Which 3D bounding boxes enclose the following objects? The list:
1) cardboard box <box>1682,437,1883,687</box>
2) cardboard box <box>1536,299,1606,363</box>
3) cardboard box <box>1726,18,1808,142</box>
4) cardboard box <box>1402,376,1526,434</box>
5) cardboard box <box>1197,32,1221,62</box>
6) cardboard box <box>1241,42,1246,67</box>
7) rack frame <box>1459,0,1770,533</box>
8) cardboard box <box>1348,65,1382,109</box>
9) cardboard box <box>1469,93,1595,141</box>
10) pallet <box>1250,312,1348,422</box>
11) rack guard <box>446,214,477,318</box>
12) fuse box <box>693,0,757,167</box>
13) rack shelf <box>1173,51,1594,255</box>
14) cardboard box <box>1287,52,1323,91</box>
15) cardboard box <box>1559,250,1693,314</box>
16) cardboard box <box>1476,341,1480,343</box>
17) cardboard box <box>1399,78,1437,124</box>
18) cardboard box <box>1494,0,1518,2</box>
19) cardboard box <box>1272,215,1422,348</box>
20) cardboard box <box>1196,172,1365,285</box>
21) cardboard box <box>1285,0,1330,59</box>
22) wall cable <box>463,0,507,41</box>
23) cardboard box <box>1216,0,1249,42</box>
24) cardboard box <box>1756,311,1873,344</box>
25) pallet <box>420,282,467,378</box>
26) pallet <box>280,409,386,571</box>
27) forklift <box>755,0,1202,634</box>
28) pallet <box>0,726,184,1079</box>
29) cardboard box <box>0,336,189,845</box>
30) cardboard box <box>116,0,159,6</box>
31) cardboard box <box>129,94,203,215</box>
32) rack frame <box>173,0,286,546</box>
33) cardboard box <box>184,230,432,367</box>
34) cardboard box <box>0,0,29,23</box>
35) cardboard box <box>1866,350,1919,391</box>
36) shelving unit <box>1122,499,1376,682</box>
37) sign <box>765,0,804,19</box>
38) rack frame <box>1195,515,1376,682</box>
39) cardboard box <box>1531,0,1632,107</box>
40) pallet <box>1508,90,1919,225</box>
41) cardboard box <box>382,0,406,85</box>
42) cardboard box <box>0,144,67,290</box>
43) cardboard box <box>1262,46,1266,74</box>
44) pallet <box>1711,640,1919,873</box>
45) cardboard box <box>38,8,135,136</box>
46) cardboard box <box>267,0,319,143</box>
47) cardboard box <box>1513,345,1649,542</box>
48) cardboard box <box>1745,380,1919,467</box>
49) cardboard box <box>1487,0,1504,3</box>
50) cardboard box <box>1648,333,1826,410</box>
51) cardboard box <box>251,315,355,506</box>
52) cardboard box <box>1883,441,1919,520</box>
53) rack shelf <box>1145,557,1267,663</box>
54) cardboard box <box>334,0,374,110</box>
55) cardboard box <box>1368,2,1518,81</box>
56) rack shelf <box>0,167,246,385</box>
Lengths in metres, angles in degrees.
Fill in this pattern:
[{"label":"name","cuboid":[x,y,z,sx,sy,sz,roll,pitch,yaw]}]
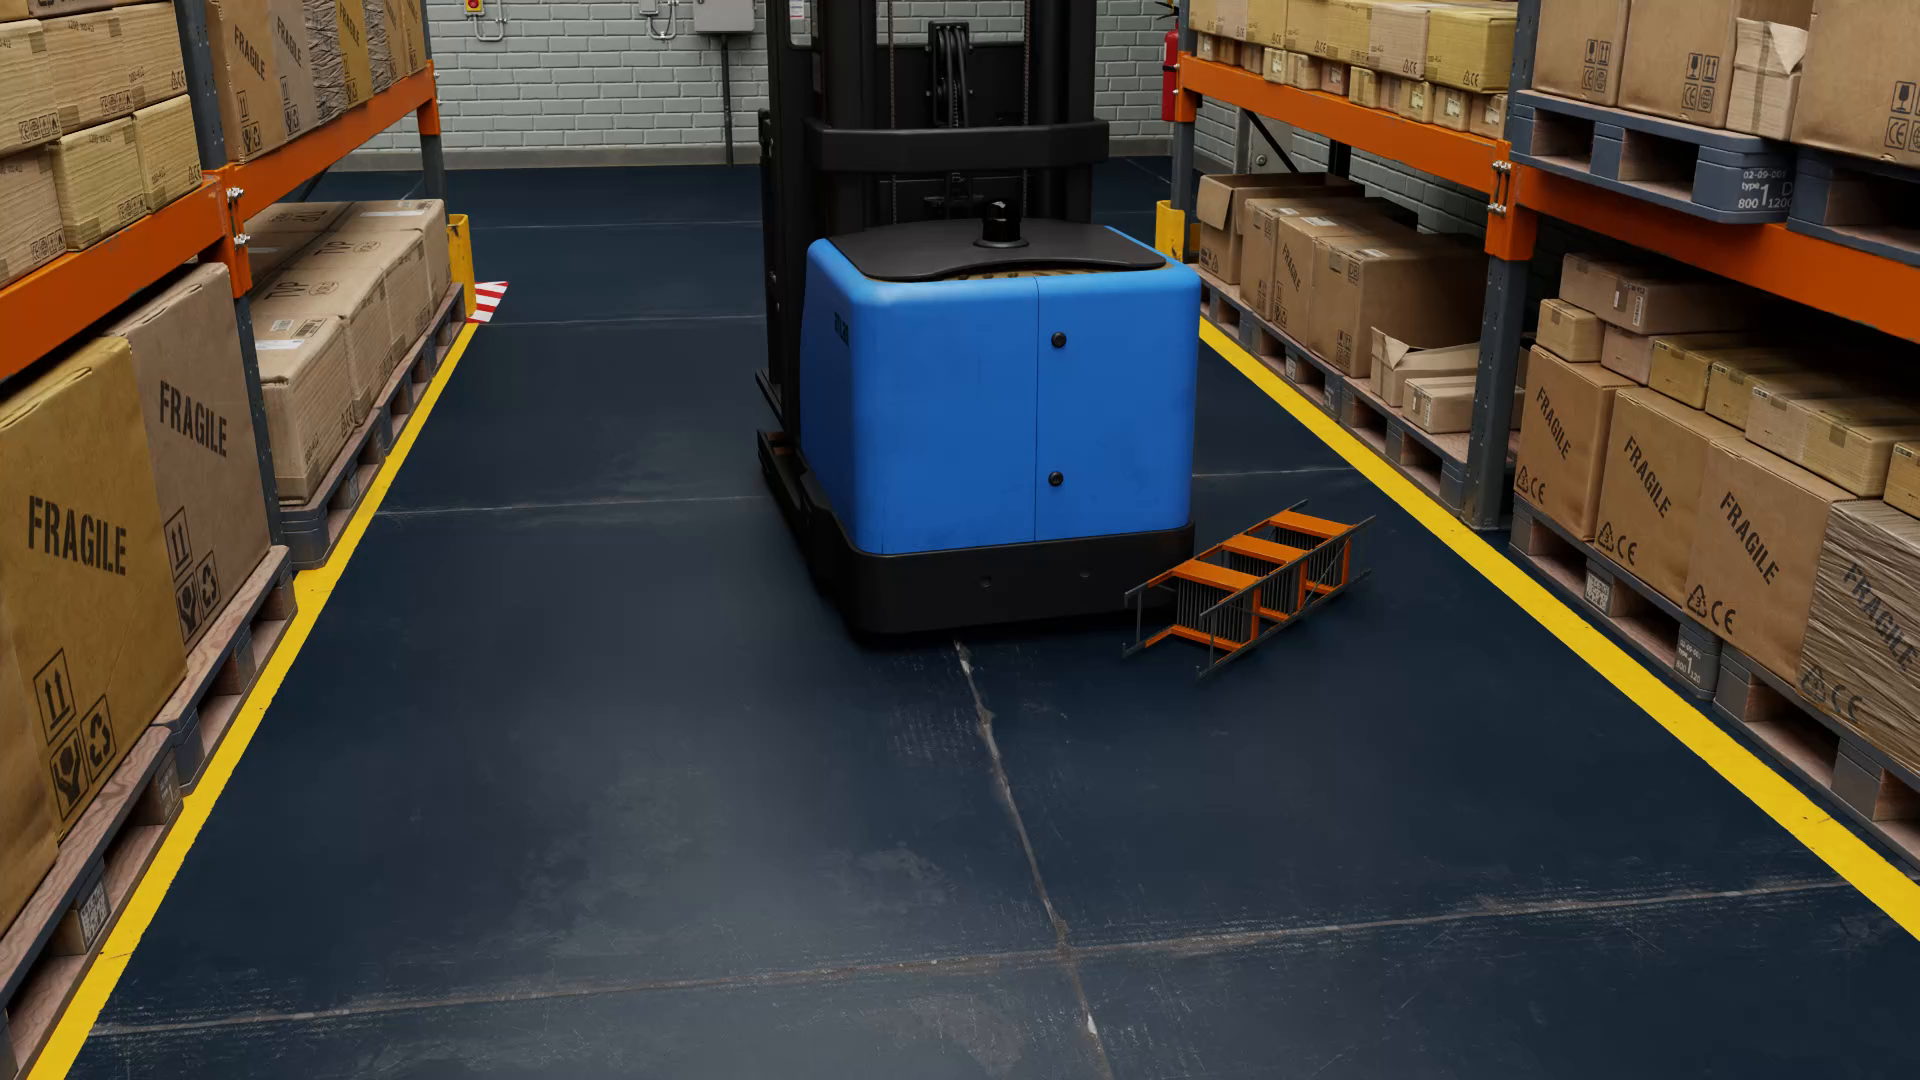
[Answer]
[{"label":"cardboard box","cuboid":[2.275,0.035,4.308,0.500,0.500,0.500,-4,21,-9]},{"label":"cardboard box","cuboid":[2.062,-0.667,5.260,0.380,0.149,0.250,-2,21,-5]},{"label":"cardboard box","cuboid":[2.094,-1.108,3.988,0.396,0.266,0.258,-2,21,-5]},{"label":"cardboard box","cuboid":[1.903,-0.514,6.280,0.380,0.149,0.250,-4,21,-9]},{"label":"cardboard box","cuboid":[1.473,-2.614,8.788,0.380,0.149,0.250,-3,21,-8]},{"label":"cardboard box","cuboid":[1.628,-2.440,8.320,0.380,0.149,0.250,-3,21,-8]},{"label":"rack frame","cuboid":[2.274,-1.475,5.378,1.000,3.000,0.127,-3,21,-8]},{"label":"cardboard box","cuboid":[1.782,-1.812,6.639,0.380,0.149,0.250,-3,21,-9]},{"label":"cardboard box","cuboid":[1.978,-1.455,5.683,0.380,0.149,0.250,-3,21,-7]},{"label":"pallet","cuboid":[1.996,-0.830,7.636,1.003,0.211,1.213,-3,21,-8]},{"label":"rack guard","cuboid":[-3.218,-1.446,8.872,1.175,0.500,0.348,-3,21,-8]},{"label":"fuse box","cuboid":[-1.951,-4.011,14.010,0.539,1.711,0.414,-3,21,-8]},{"label":"rack shelf","cuboid":[1.985,-1.830,7.358,1.077,0.370,4.000,-3,21,-8]},{"label":"cardboard box","cuboid":[1.668,-2.076,7.346,0.380,0.149,0.250,-2,21,-7]},{"label":"cardboard box","cuboid":[2.122,-0.809,5.216,0.380,0.149,0.250,-3,21,-9]},{"label":"cardboard box","cuboid":[2.350,-0.727,6.850,0.380,0.149,0.250,-3,21,-8]},{"label":"cardboard box","cuboid":[1.857,-1.633,6.159,0.380,0.149,0.250,-2,21,-6]},{"label":"cardboard box","cuboid":[2.322,-2.424,6.637,0.500,0.500,0.500,-3,21,-9]},{"label":"cardboard box","cuboid":[1.753,-1.183,7.569,0.500,0.500,0.500,-3,21,-7]},{"label":"cardboard box","cuboid":[1.691,-1.671,8.869,0.797,0.503,0.637,-4,21,-10]},{"label":"cardboard box","cuboid":[1.740,-2.232,7.195,0.500,0.250,0.500,-3,21,-9]},{"label":"wall cable","cuboid":[-4.050,-5.050,13.453,0.585,1.953,0.123,-3,21,-8]},{"label":"cardboard box","cuboid":[1.569,-2.584,8.136,0.500,0.250,0.500,-3,21,-7]},{"label":"cardboard box","cuboid":[2.655,-0.601,5.083,0.380,0.149,0.250,-3,21,-8]},{"label":"pallet","cuboid":[-3.022,-1.029,8.169,1.003,0.211,1.213,-3,21,-8]},{"label":"pallet","cuboid":[-2.670,-0.184,5.908,1.003,0.211,1.213,-3,21,-8]},{"label":"forklift","cuboid":[-0.155,-1.585,5.771,1.130,2.935,3.031,-5,21,-13]},{"label":"pallet","cuboid":[-2.273,0.770,3.354,1.003,0.211,1.213,-3,21,-8]},{"label":"cardboard box","cuboid":[-2.331,0.098,3.602,0.875,0.875,0.875,-2,21,-6]},{"label":"cardboard box","cuboid":[-2.325,-1.596,4.132,0.500,0.500,0.500,-2,21,-6]},{"label":"cardboard box","cuboid":[-2.324,-1.010,4.349,0.500,0.250,0.500,-3,21,-9]},{"label":"rack frame","cuboid":[-2.638,-1.223,4.704,1.000,3.000,0.127,-3,21,-8]},{"label":"cardboard box","cuboid":[-2.880,-1.065,7.341,0.875,0.438,0.875,-2,21,-6]},{"label":"cardboard box","cuboid":[-2.189,-1.241,3.180,0.500,0.500,0.500,-2,21,-6]},{"label":"cardboard box","cuboid":[2.762,-0.430,4.625,0.380,0.149,0.250,-4,21,-10]},{"label":"shelving unit","cuboid":[0.894,0.129,5.020,0.252,0.215,1.050,16,26,37]},{"label":"sign","cuboid":[-1.492,-4.667,14.060,0.329,0.494,0.001,-3,21,-8]},{"label":"rack frame","cuboid":[0.988,0.156,4.947,0.008,0.200,1.050,16,26,37]},{"label":"cardboard box","cuboid":[2.122,-1.540,4.808,0.700,0.500,0.500,-2,21,-6]},{"label":"pallet","cuboid":[2.281,-1.103,4.656,1.003,0.211,1.213,-3,21,-8]},{"label":"cardboard box","cuboid":[-2.825,-2.327,7.516,0.500,0.500,0.500,-3,21,-9]},{"label":"cardboard box","cuboid":[-2.197,-0.658,3.406,0.500,0.250,0.500,-3,21,-9]},{"label":"cardboard box","cuboid":[1.647,-2.257,7.832,0.380,0.149,0.250,-3,21,-7]},{"label":"pallet","cuboid":[2.607,0.534,3.984,1.003,0.211,1.213,-3,21,-8]},{"label":"cardboard box","cuboid":[-2.254,-1.074,3.805,0.500,0.250,0.500,-2,21,-6]},{"label":"cardboard box","cuboid":[-2.515,-1.620,5.624,0.500,0.500,0.500,-3,21,-7]},{"label":"cardboard box","cuboid":[2.121,-0.322,5.263,0.500,0.500,0.500,-2,21,-5]},{"label":"cardboard box","cuboid":[2.279,-0.304,4.288,0.380,0.149,0.250,-3,21,-8]},{"label":"cardboard box","cuboid":[2.318,-2.081,6.790,0.500,0.250,0.500,-2,21,-7]},{"label":"cardboard box","cuboid":[2.227,-0.487,4.777,0.380,0.149,0.250,-4,21,-11]},{"label":"cardboard box","cuboid":[-2.622,-0.443,5.676,0.875,0.438,0.875,-3,21,-9]},{"label":"cardboard box","cuboid":[2.380,-0.126,3.812,0.380,0.149,0.250,-3,21,-8]},{"label":"rack shelf","cuboid":[0.711,0.207,4.811,0.240,0.215,0.259,16,26,37]},{"label":"cardboard box","cuboid":[-2.654,-1.971,6.564,0.500,0.500,0.500,-2,21,-6]},{"label":"cardboard box","cuboid":[1.872,-1.881,6.254,0.500,0.250,0.500,-3,21,-8]},{"label":"rack shelf","cuboid":[-2.349,-0.194,2.976,1.077,0.370,4.000,-3,21,-8]}]
